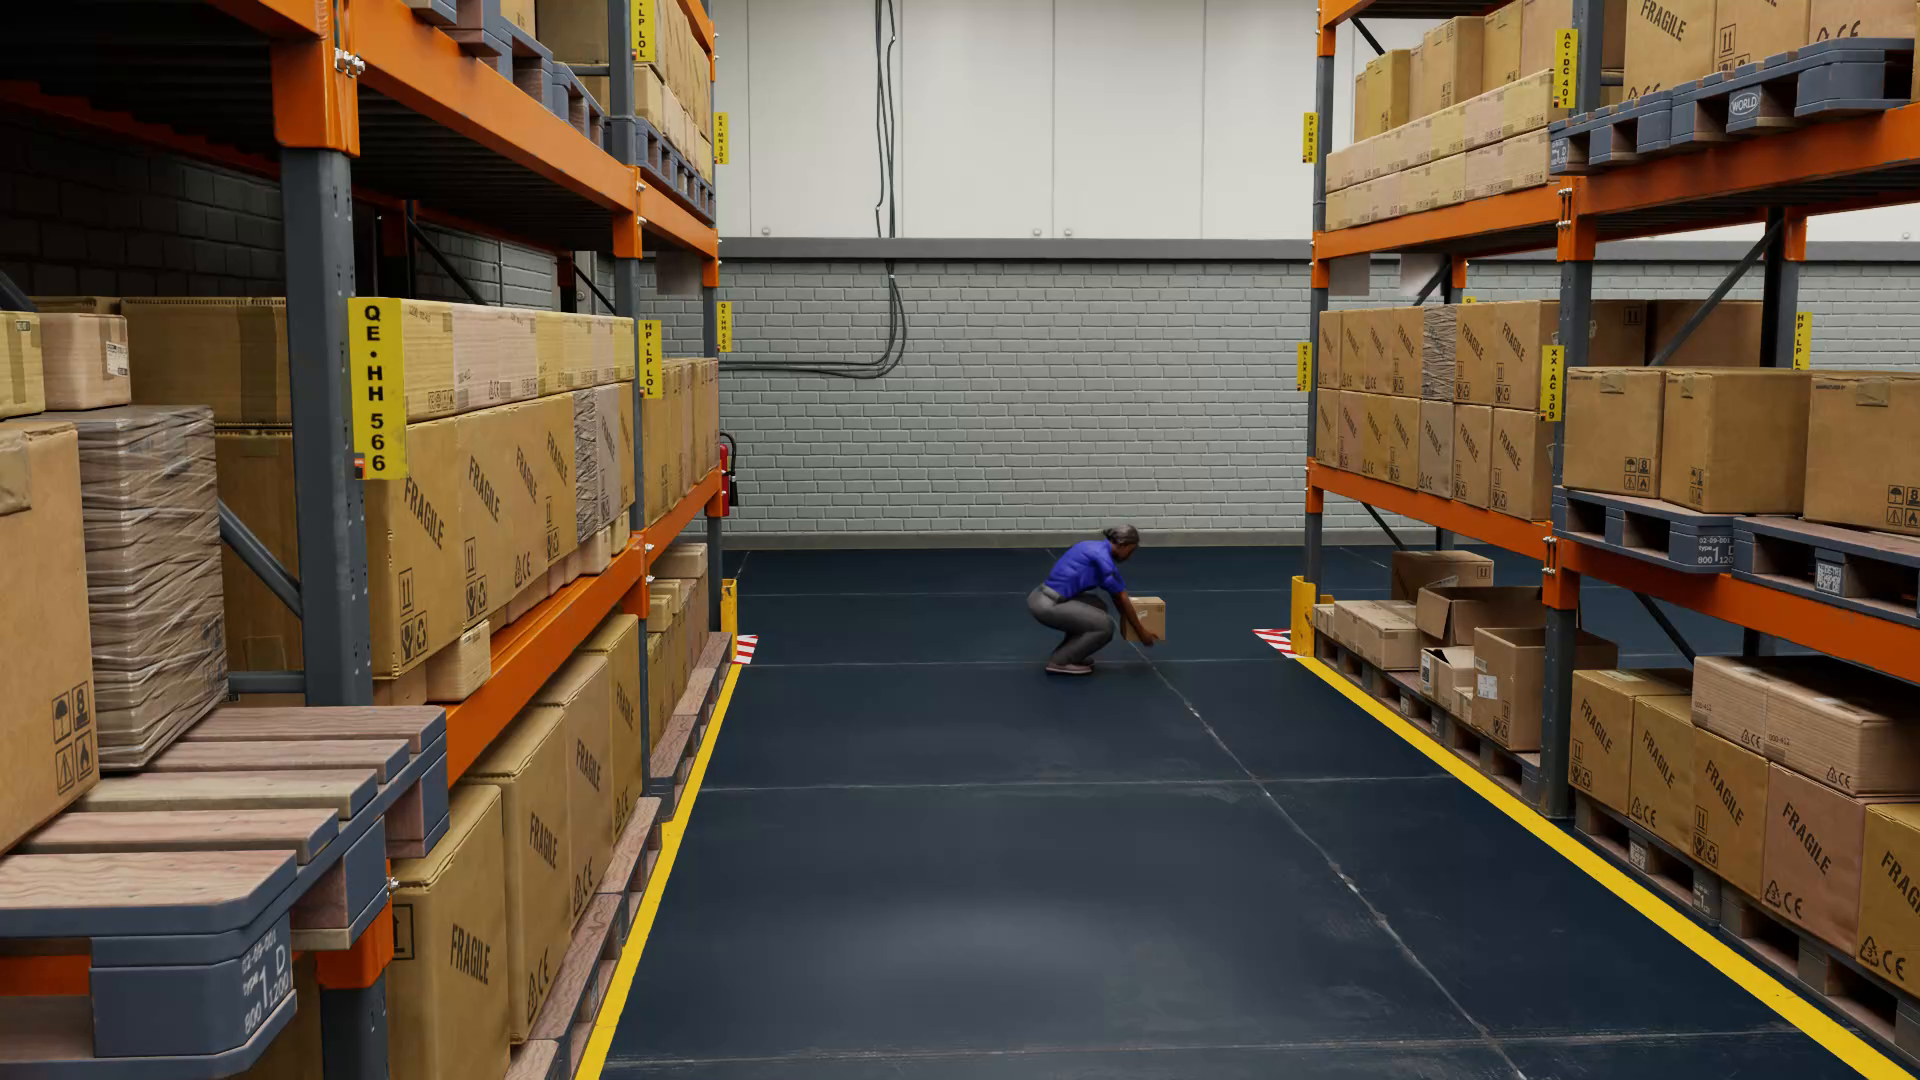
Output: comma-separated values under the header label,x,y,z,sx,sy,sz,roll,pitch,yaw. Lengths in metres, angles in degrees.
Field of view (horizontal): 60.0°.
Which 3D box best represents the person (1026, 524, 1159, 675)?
label,x,y,z,sx,sy,sz,roll,pitch,yaw
person,0.845,0.378,10.692,0.845,0.945,0.462,-1,7,-5
